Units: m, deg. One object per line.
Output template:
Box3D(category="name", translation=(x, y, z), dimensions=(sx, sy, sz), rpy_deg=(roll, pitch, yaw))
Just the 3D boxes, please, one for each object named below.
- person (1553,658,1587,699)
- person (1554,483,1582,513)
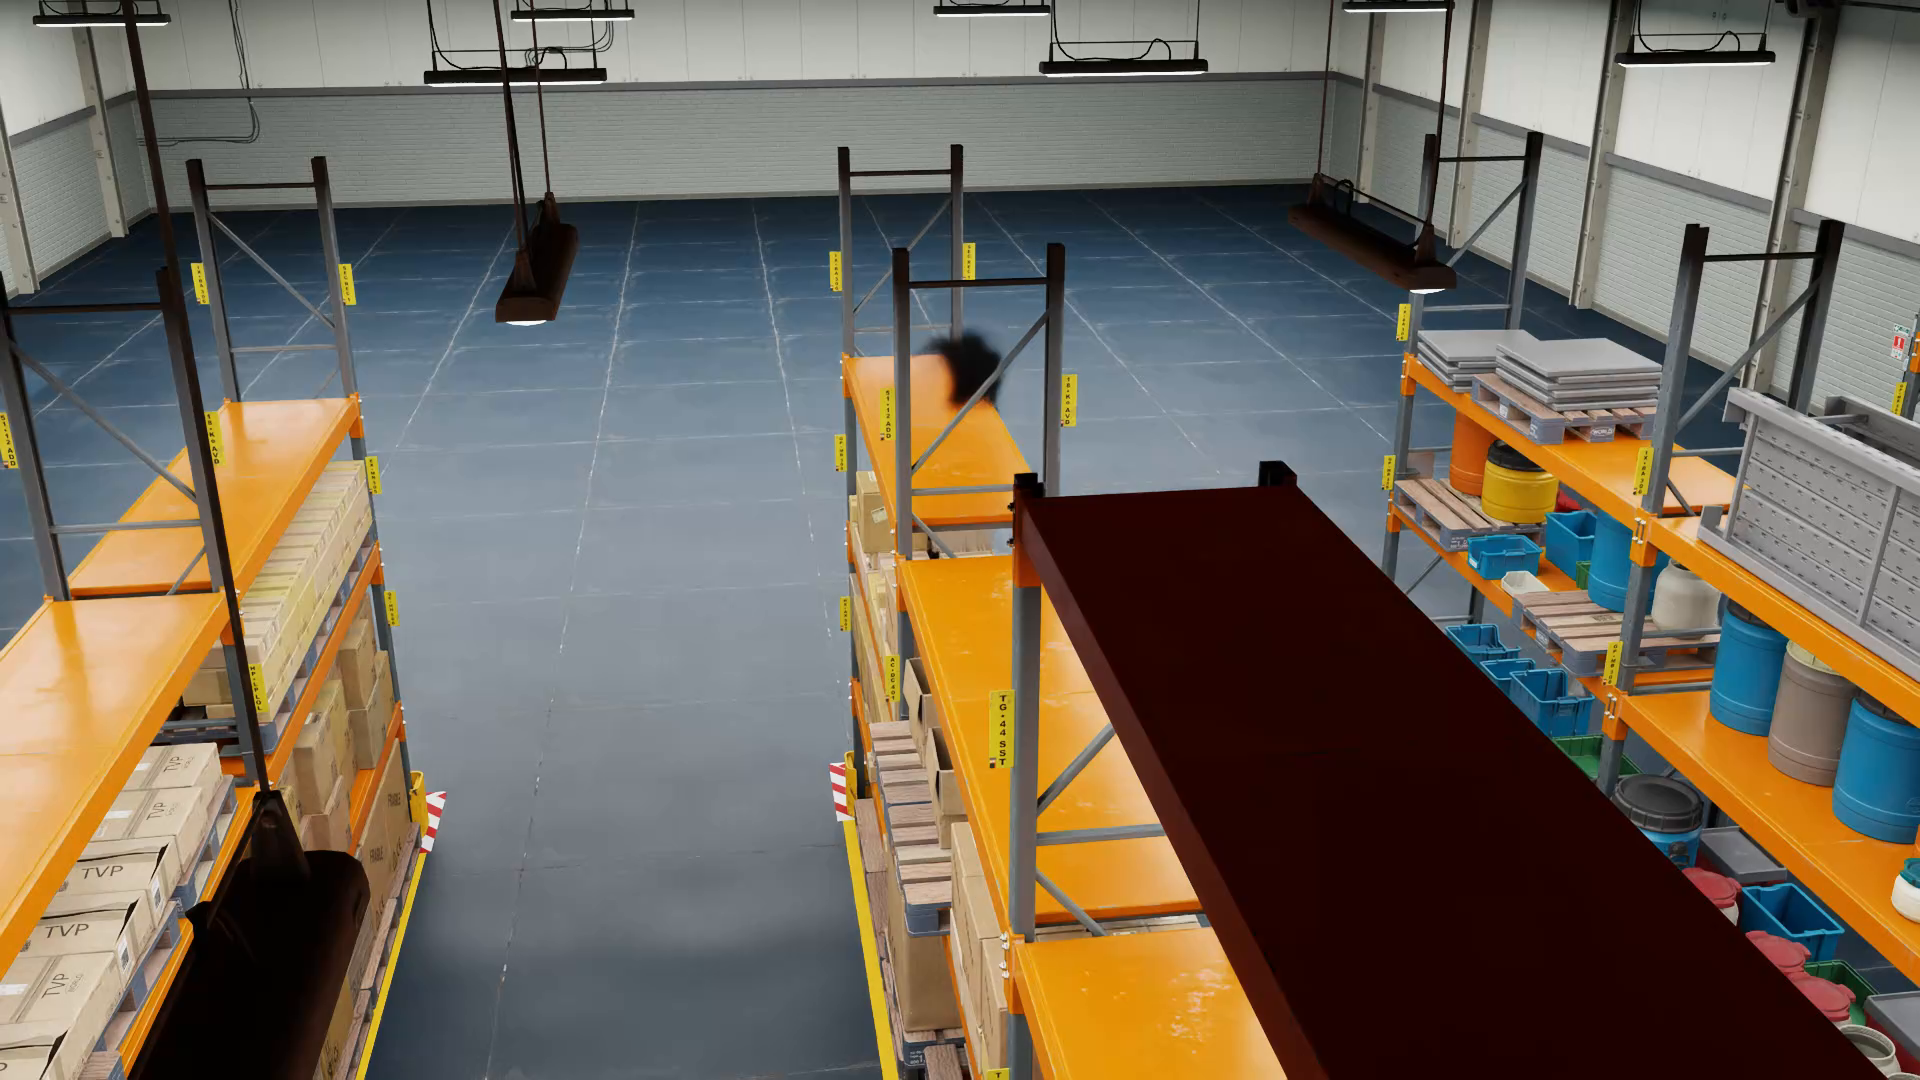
Box3D(category="person", translation=(6.272, 1.003, 17.119), dimensions=(0.774, 1.490, 0.584), rpy_deg=(6, 22, 16))
Box3D(category="person", translation=(7.149, 0.092, 19.366), dimensions=(1.011, 1.601, 0.692), rpy_deg=(2, 22, 5))
